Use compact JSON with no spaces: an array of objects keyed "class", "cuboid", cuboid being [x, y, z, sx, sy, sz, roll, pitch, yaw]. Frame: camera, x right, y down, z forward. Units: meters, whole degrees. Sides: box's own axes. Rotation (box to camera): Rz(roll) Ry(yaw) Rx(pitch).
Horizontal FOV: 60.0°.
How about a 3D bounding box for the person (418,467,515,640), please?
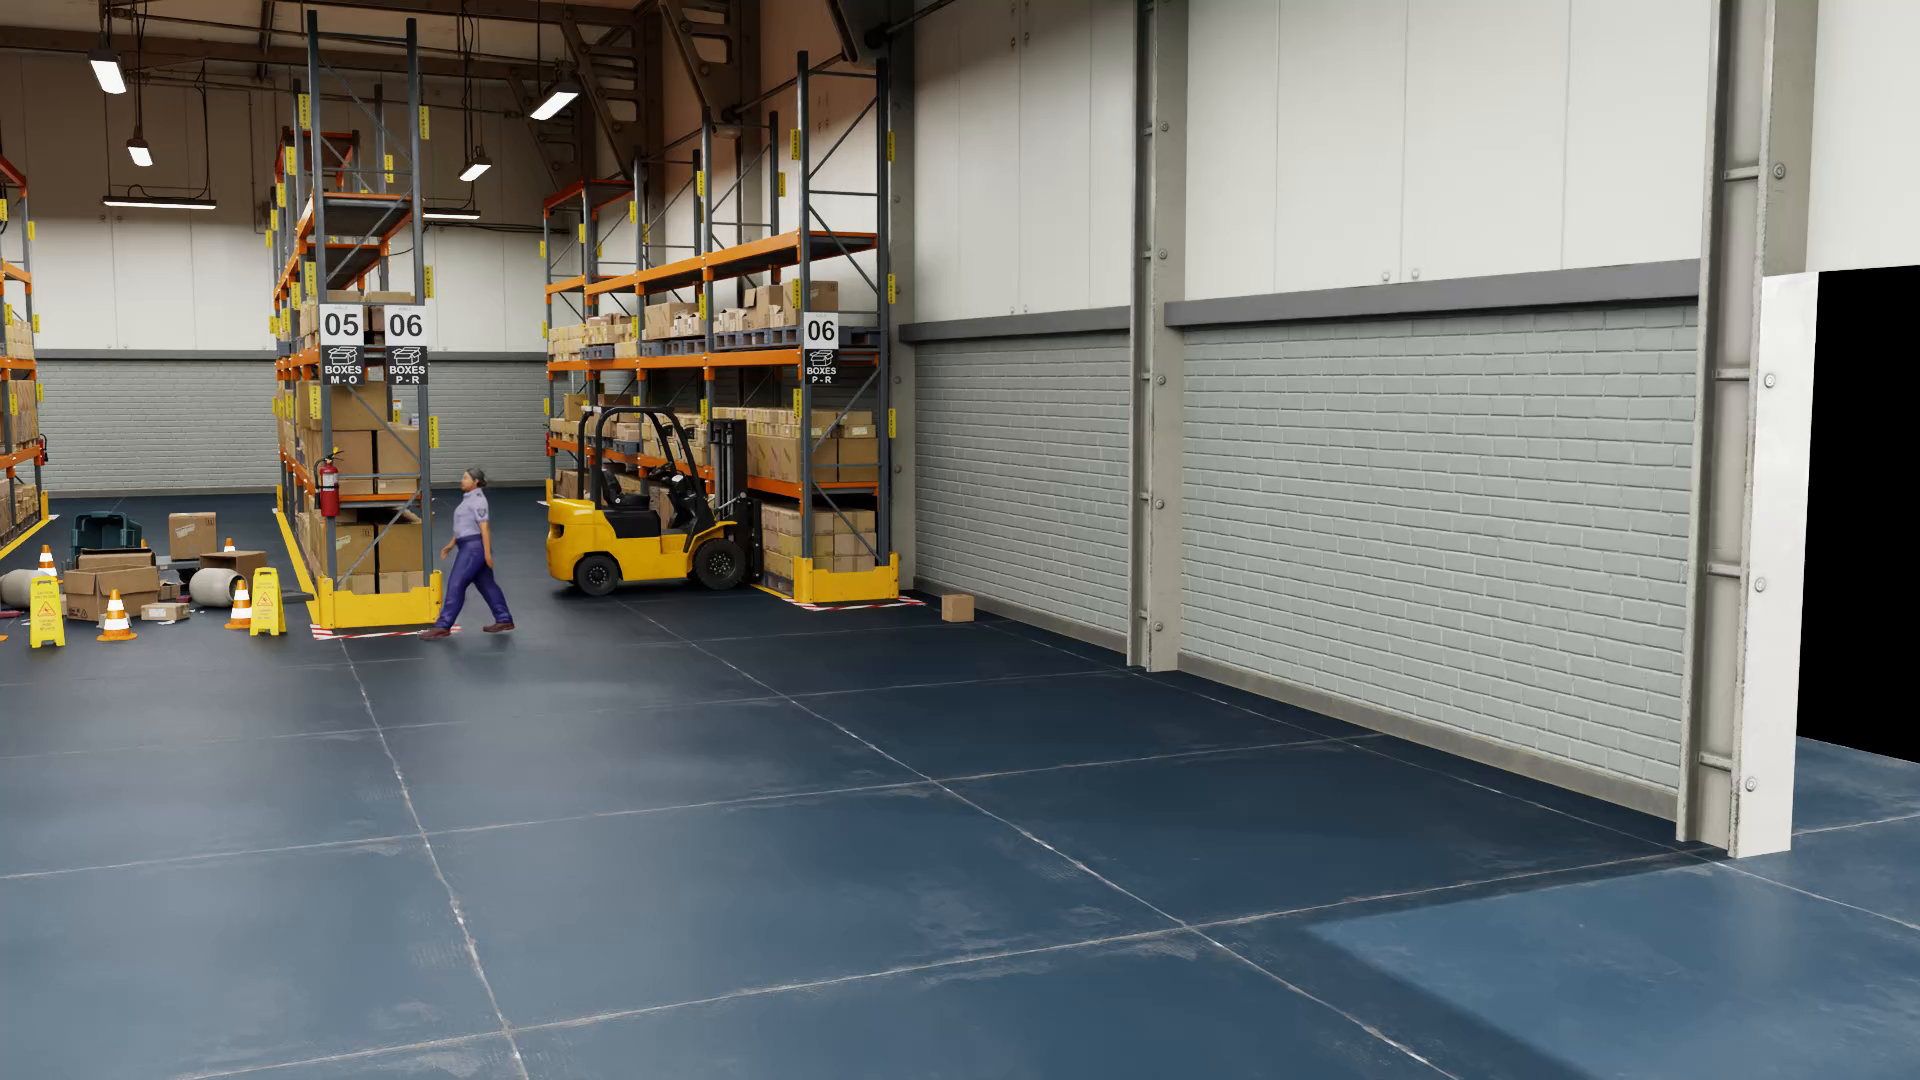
[{"class":"person","cuboid":[-4.742,0.108,15.915,0.900,1.607,0.487,-2,6,-19]}]
